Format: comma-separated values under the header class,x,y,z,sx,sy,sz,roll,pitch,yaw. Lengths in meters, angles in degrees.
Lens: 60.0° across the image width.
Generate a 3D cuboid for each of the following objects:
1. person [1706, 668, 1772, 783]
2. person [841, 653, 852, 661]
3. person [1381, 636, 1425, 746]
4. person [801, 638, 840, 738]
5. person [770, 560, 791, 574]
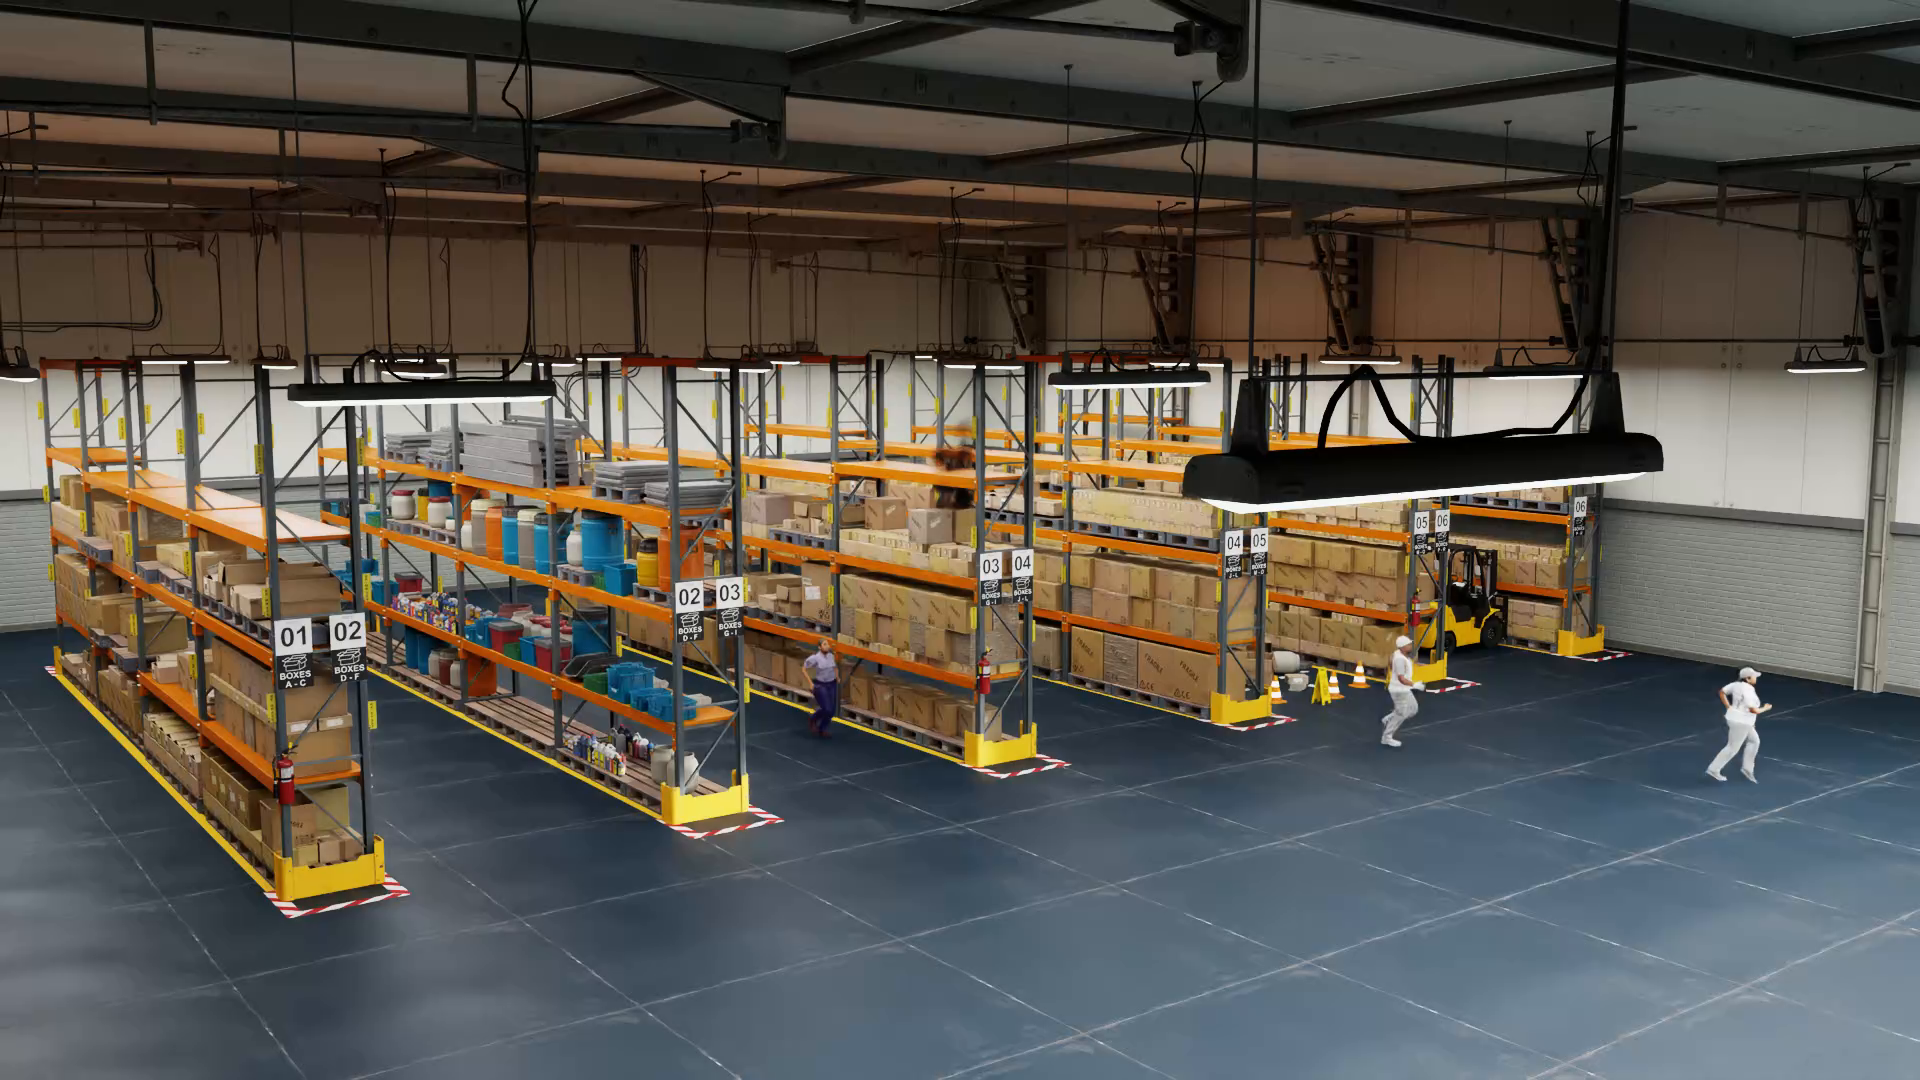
class,x,y,z,sx,sy,sz,roll,pitch,yaw
person,11.138,2.663,23.821,0.876,1.711,0.609,1,7,8
person,-2.106,1.675,31.696,0.661,1.825,0.749,-5,9,-37
person,6.948,2.351,26.032,0.653,1.736,0.717,2,7,17
person,-2.139,2.364,26.469,0.606,1.606,0.537,-7,9,-43
person,-4.586,0.400,42.389,0.789,1.786,0.630,-4,8,-32
